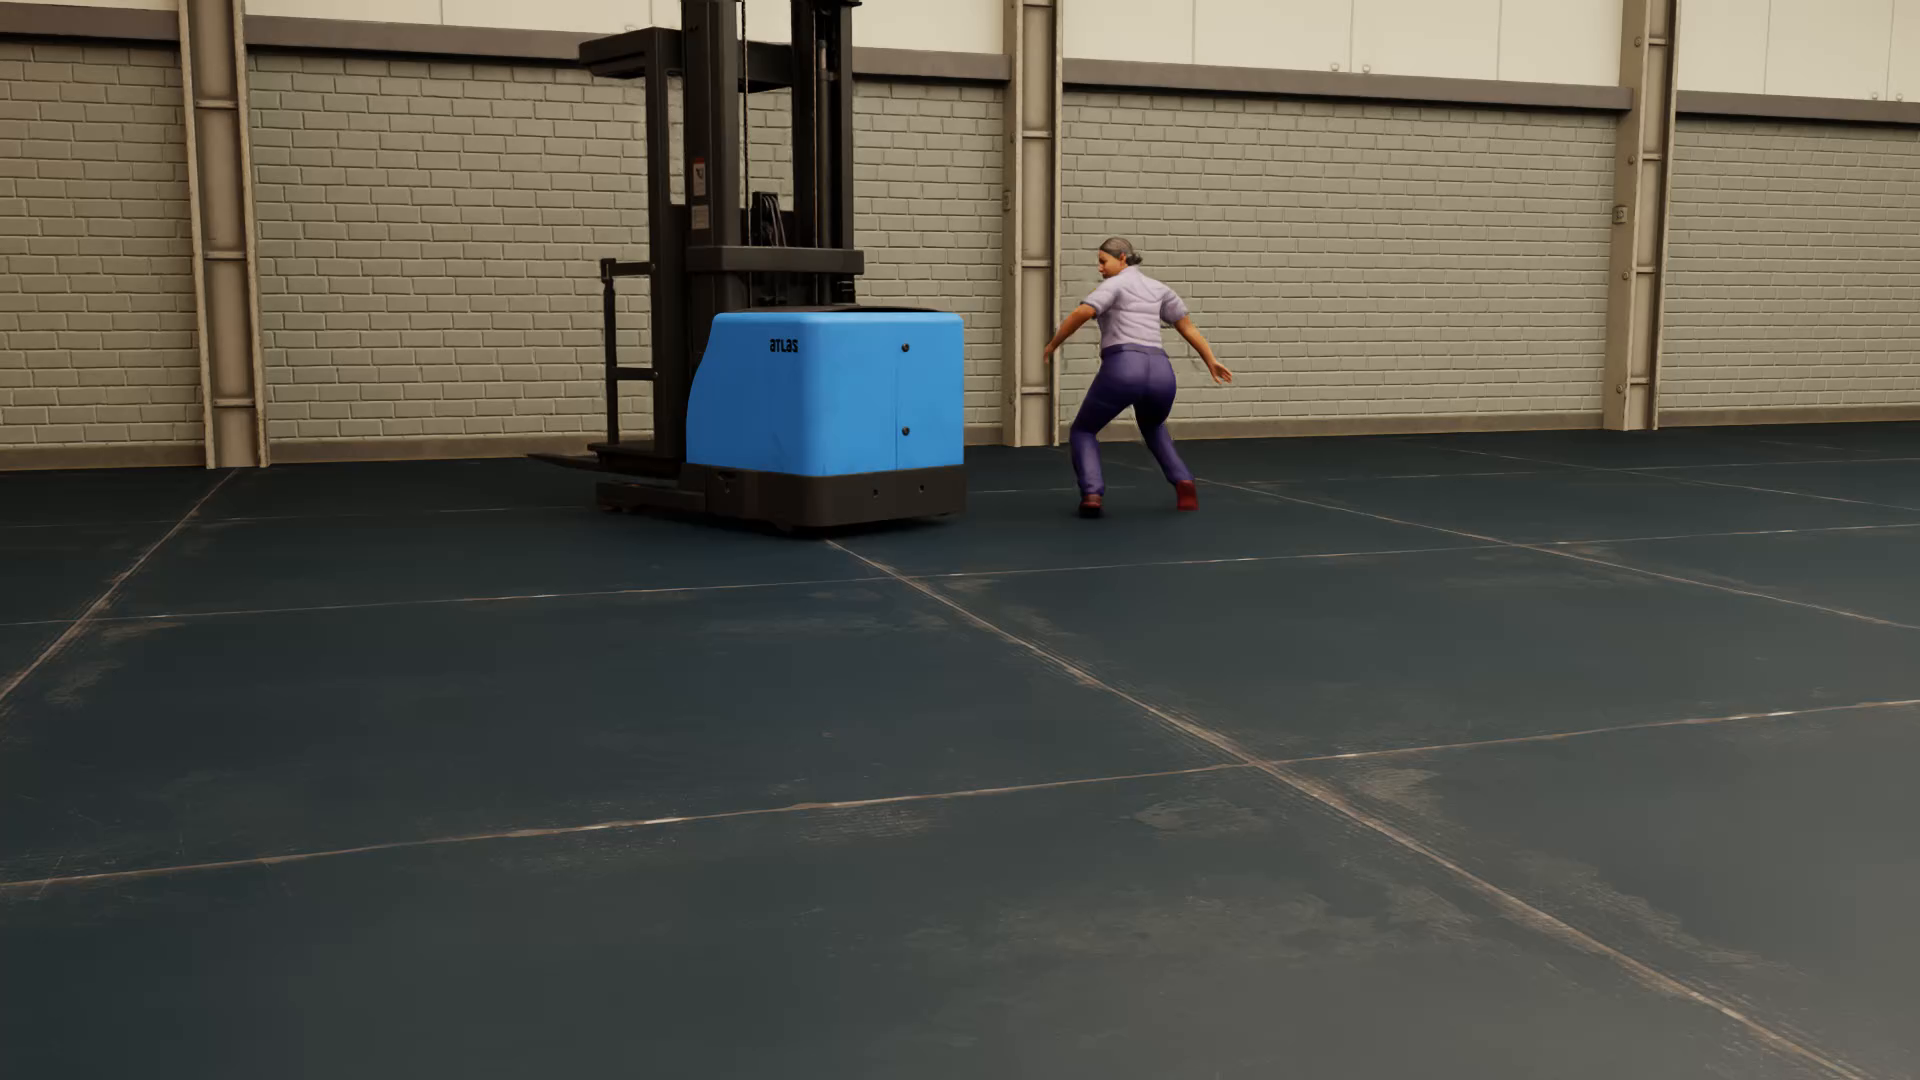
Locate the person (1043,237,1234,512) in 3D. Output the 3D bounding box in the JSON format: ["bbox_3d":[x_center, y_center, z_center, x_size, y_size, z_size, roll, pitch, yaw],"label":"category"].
[{"bbox_3d":[0.959,-0.839,8.986,0.946,1.554,0.510,-4,9,-27],"label":"person"}]

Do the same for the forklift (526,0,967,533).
[{"bbox_3d":[-1.345,-1.632,9.051,1.130,2.935,3.031,-7,11,-43],"label":"forklift"}]
